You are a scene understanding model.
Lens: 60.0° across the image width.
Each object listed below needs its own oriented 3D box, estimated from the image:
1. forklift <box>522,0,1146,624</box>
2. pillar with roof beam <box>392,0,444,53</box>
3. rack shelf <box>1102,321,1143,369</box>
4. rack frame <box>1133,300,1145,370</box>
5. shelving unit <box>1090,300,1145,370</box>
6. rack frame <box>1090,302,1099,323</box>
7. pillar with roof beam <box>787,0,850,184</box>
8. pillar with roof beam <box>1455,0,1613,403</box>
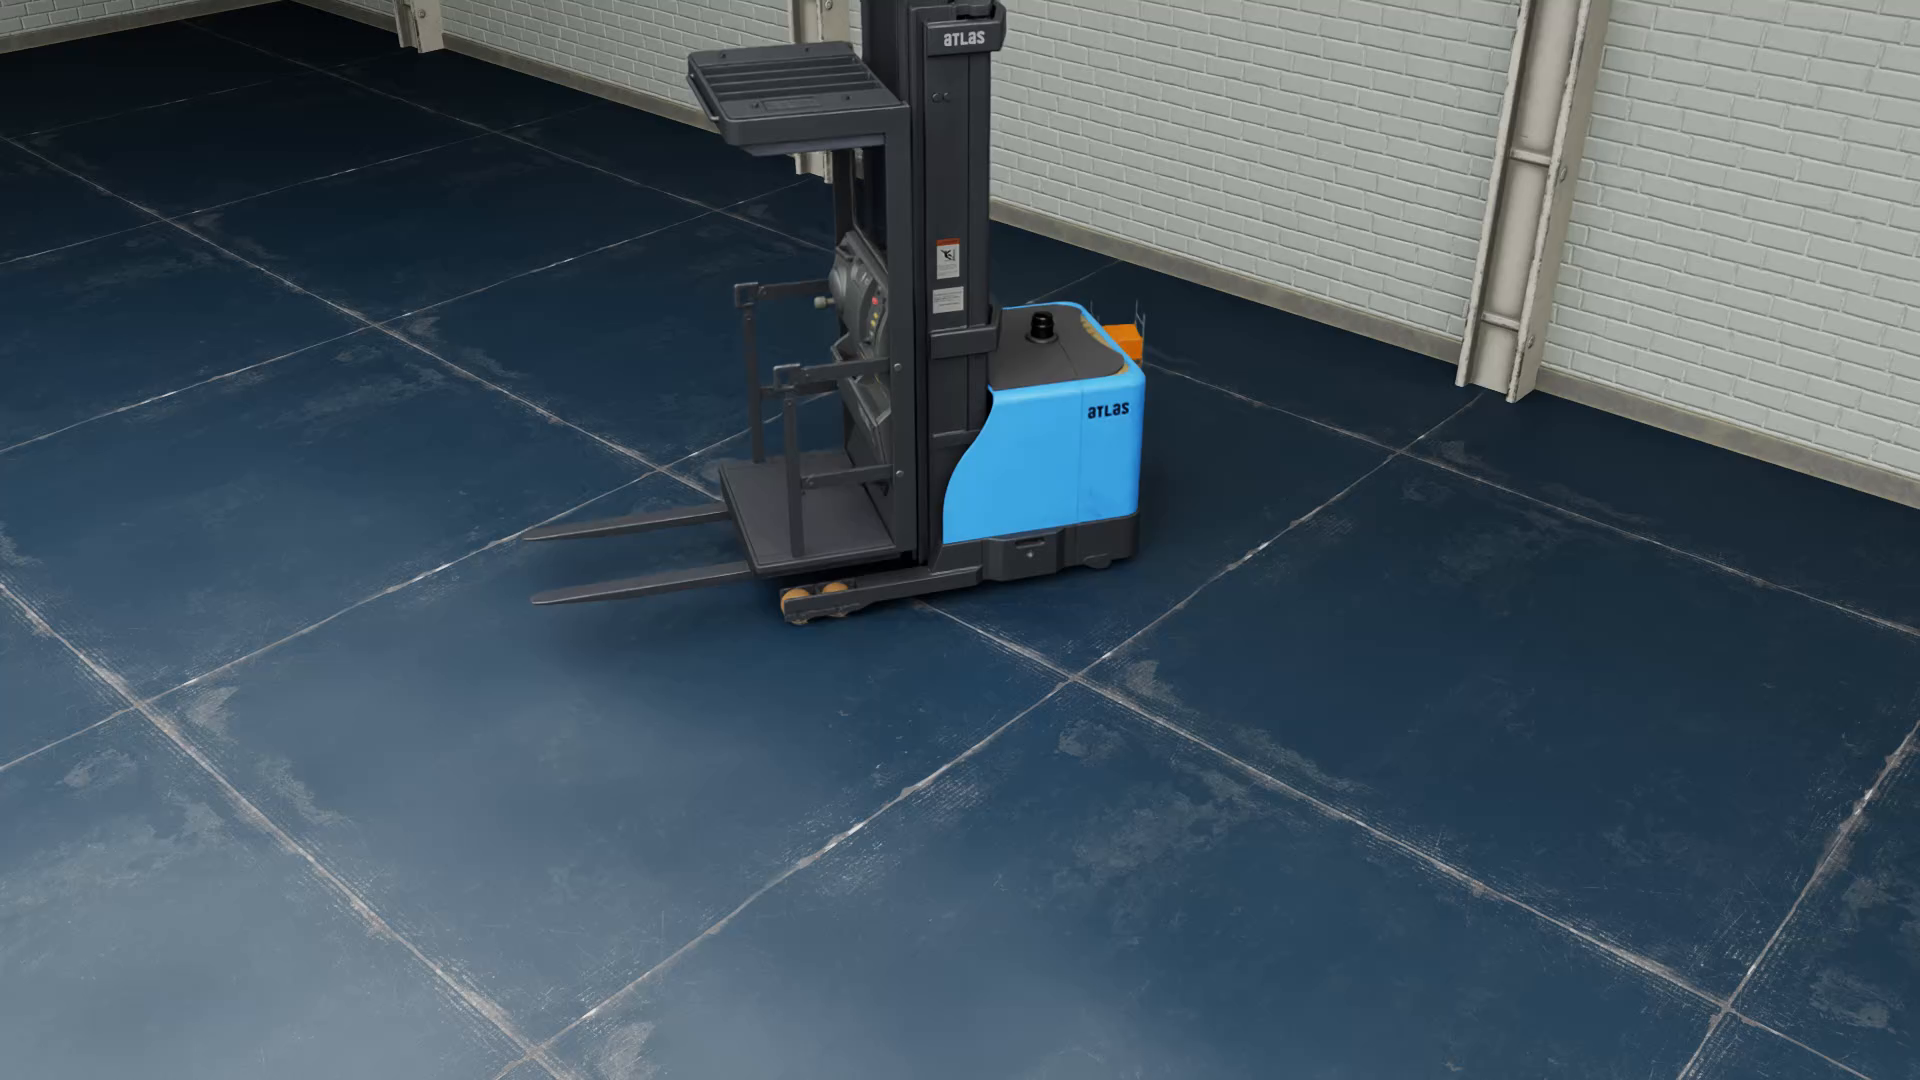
[{"bbox_3d":[-0.660,-1.154,7.826,3.031,2.935,1.130,-9,32,-14],"label":"forklift"},{"bbox_3d":[-8.455,-7.322,12.188,0.400,9.000,9.100,25,39,35],"label":"pillar with roof beam"},{"bbox_3d":[0.829,-1.004,8.869,0.240,0.259,0.215,-4,31,-6],"label":"rack shelf"},{"bbox_3d":[0.951,-0.777,9.023,0.008,1.050,0.200,-4,31,-6],"label":"rack frame"},{"bbox_3d":[0.829,-0.769,9.010,0.252,1.050,0.215,-4,31,-6],"label":"shelving unit"},{"bbox_3d":[0.708,-0.762,8.998,0.008,1.050,0.200,-4,31,-6],"label":"rack frame"},{"bbox_3d":[-4.006,-5.246,8.739,0.400,9.000,9.100,25,39,35],"label":"pillar with roof beam"},{"bbox_3d":[0.442,-3.169,5.290,0.400,9.000,9.100,25,39,35],"label":"pillar with roof beam"}]
